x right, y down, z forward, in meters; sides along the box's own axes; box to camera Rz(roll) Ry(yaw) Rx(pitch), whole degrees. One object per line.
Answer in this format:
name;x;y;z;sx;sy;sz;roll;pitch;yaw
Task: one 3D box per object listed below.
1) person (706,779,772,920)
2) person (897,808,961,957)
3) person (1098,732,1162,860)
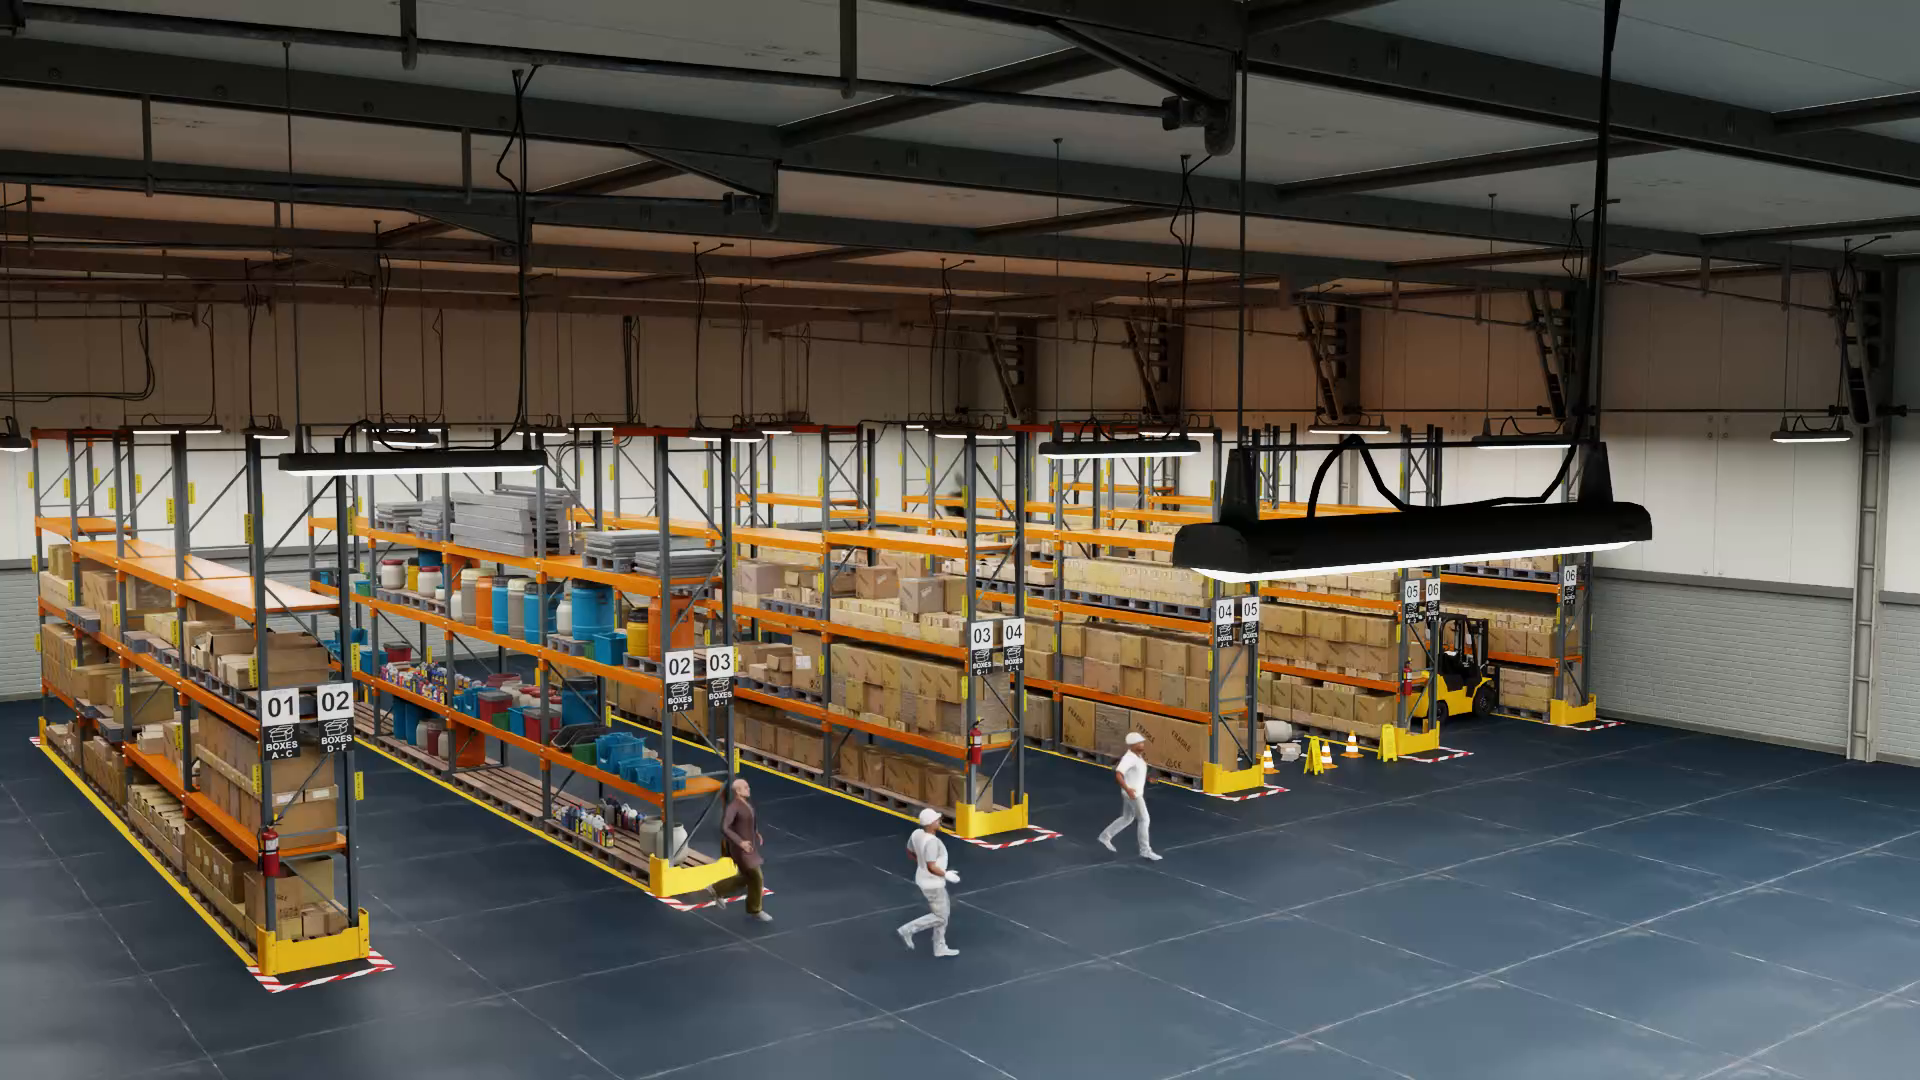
person;-2.751;3.853;20.688;0.847;1.780;0.757;0;4;4
person;-0.376;3.957;19.162;0.769;1.753;0.682;-1;5;-18
person;2.398;3.585;23.428;0.907;1.781;0.699;0;5;6
